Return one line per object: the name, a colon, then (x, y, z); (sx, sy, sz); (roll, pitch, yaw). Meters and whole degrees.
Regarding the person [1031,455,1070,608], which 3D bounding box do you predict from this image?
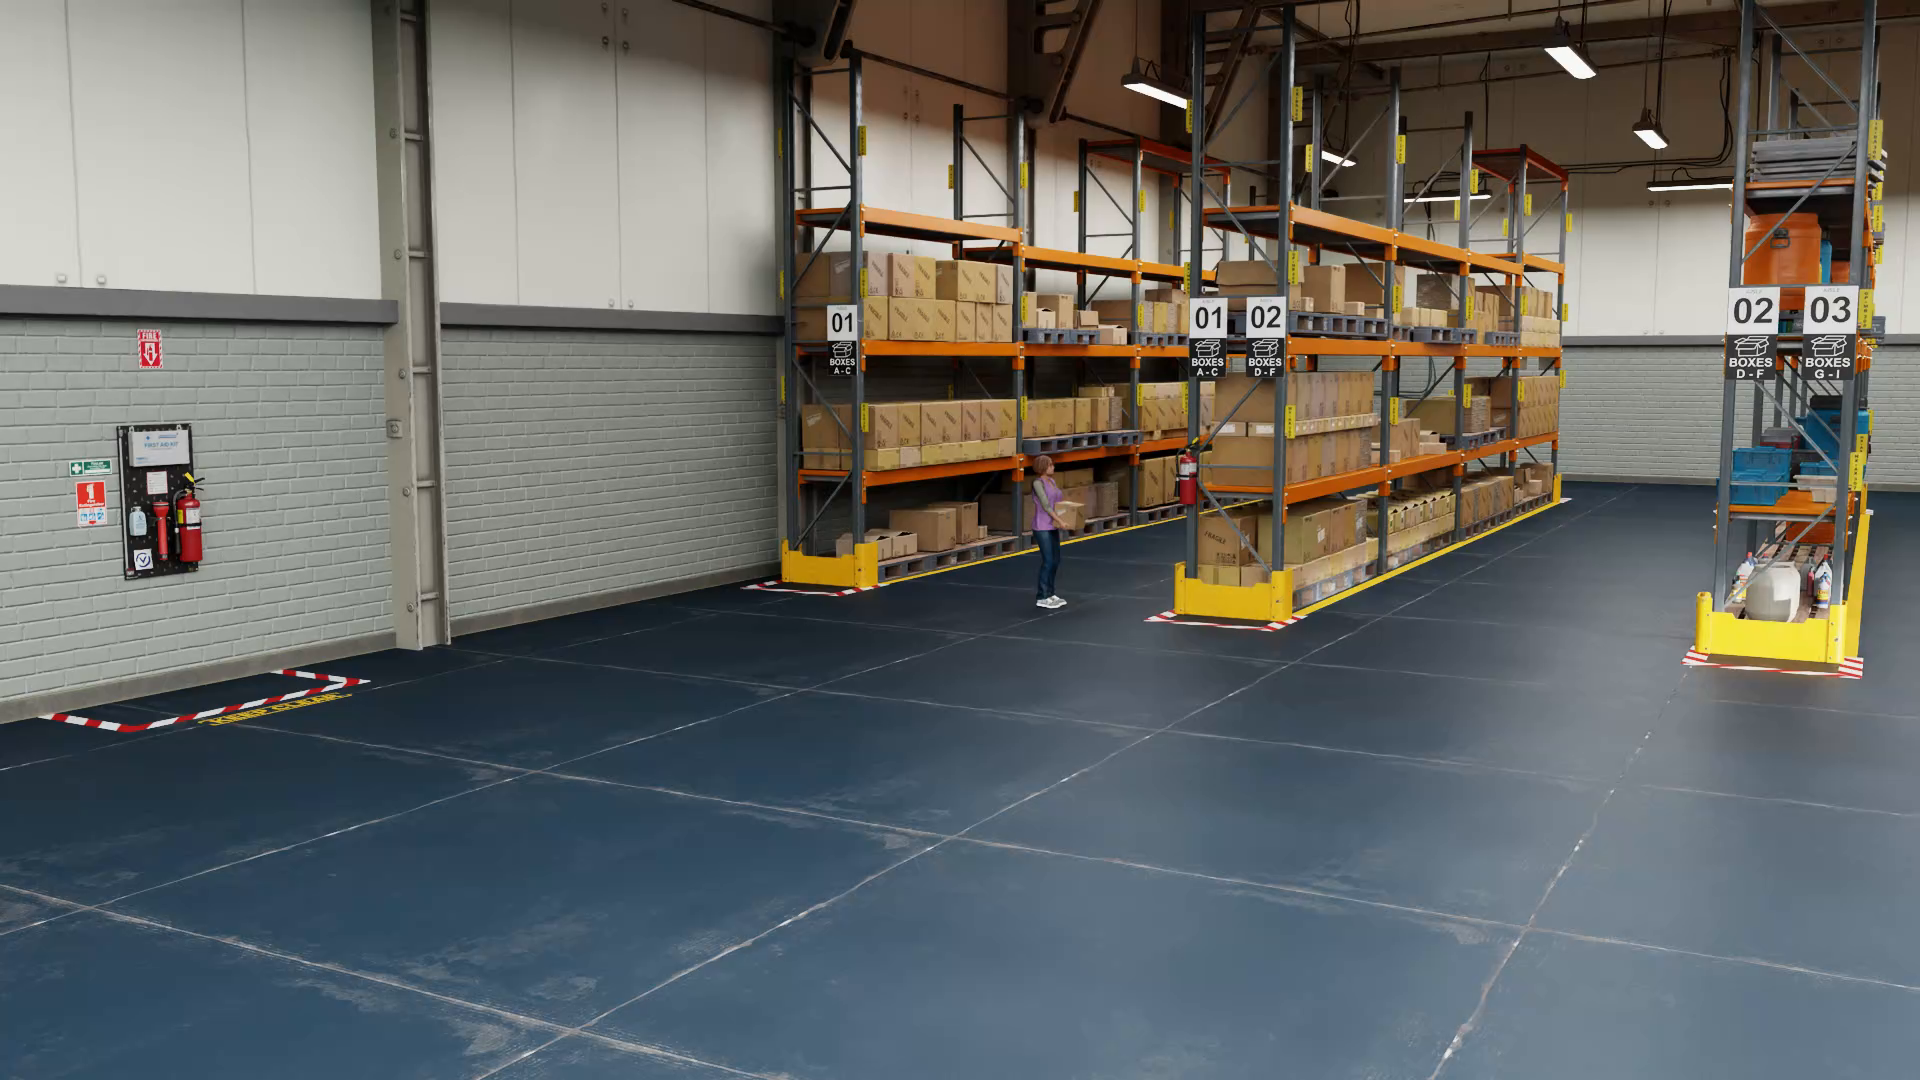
person: (0.991, -0.091, 17.430); (0.496, 1.588, 0.407); (3, 7, 29)
